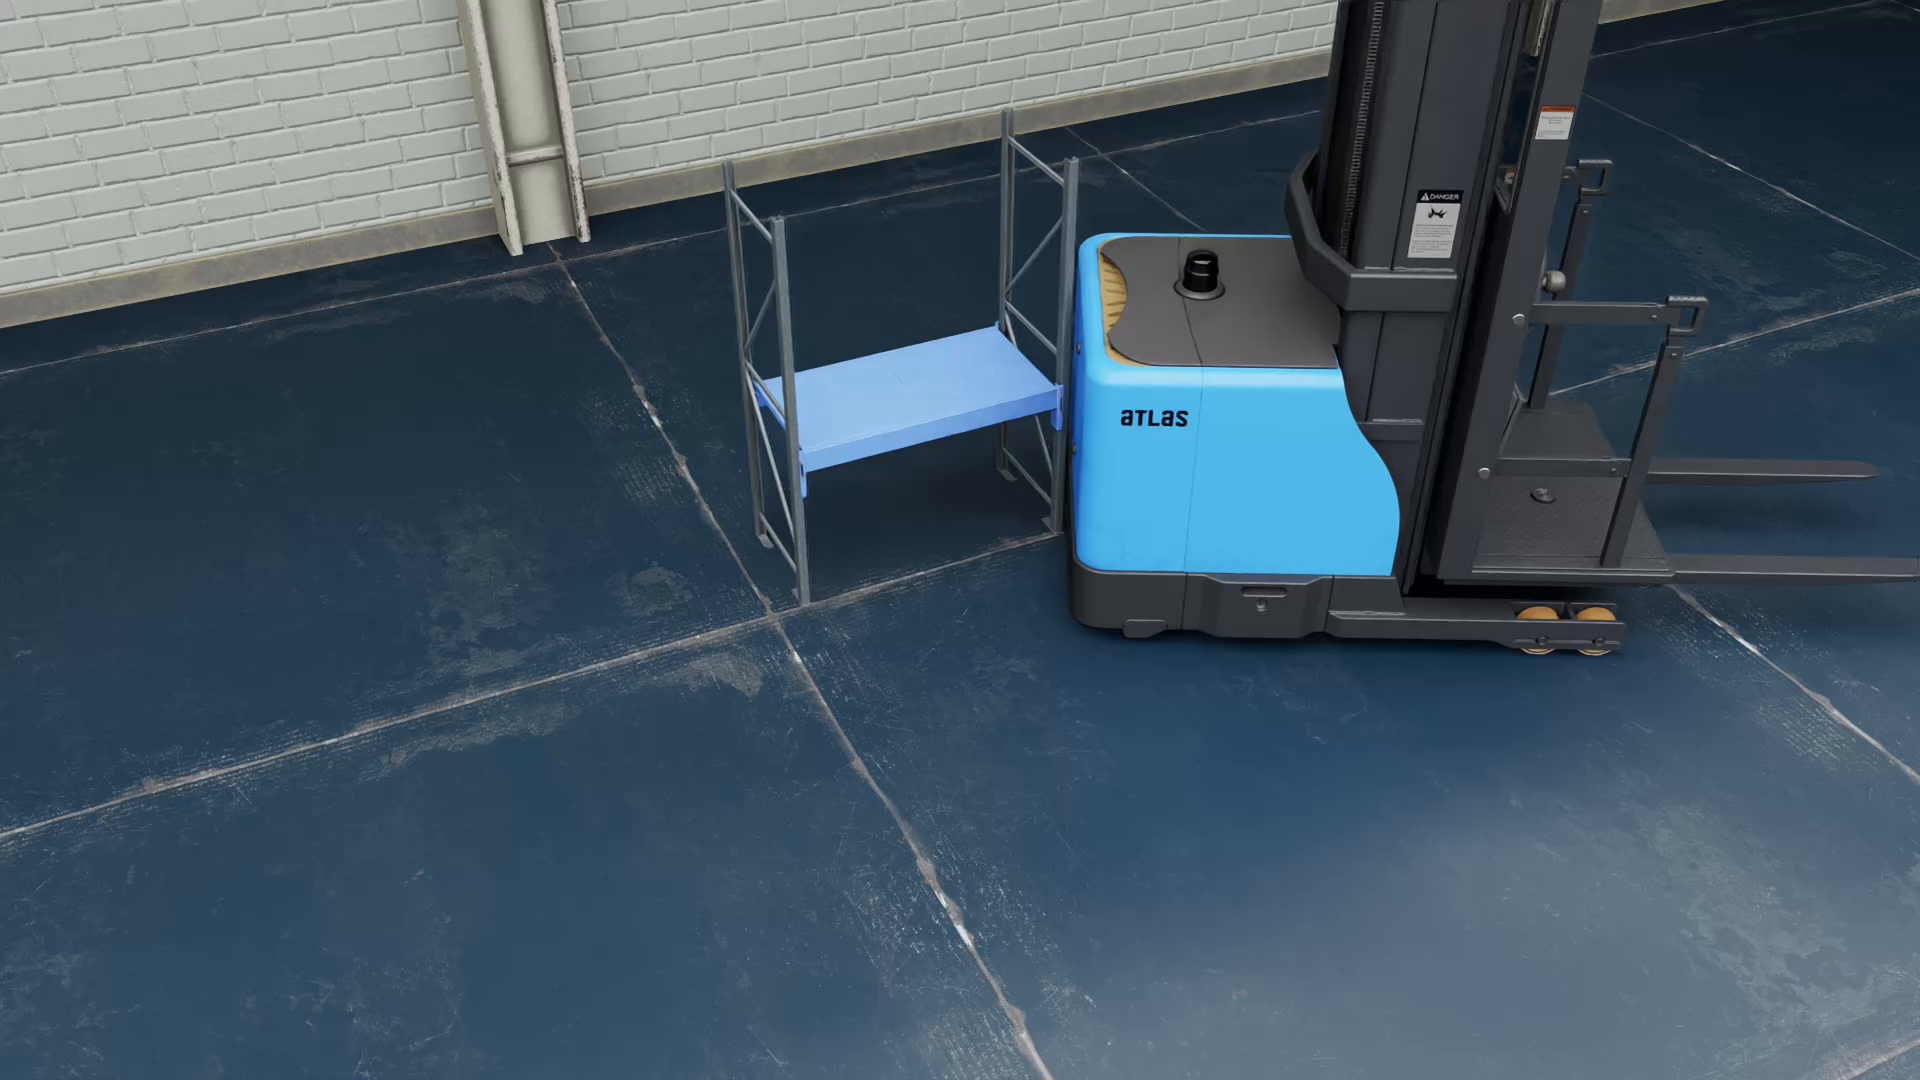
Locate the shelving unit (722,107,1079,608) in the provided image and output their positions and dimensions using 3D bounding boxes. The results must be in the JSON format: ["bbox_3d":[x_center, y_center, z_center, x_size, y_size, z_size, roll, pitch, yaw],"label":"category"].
[{"bbox_3d":[-0.194,-0.628,5.837,1.048,1.500,0.538,-16,39,-20],"label":"shelving unit"}]

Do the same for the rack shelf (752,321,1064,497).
[{"bbox_3d":[-0.194,-0.483,5.944,1.000,0.185,0.538,-16,39,-20],"label":"rack shelf"}]

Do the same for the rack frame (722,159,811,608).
[{"bbox_3d":[-0.654,-0.498,5.662,0.032,1.500,0.500,-16,39,-20],"label":"rack frame"}]

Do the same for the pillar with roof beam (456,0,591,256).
[{"bbox_3d":[-0.245,-2.813,2.488,0.400,9.000,9.100,-16,39,-20],"label":"pillar with roof beam"}]

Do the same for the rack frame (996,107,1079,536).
[{"bbox_3d":[0.265,-0.757,6.012,0.032,1.500,0.500,-16,39,-20],"label":"rack frame"}]

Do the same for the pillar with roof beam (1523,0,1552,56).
[{"bbox_3d":[5.186,-4.331,4.536,0.400,9.000,9.100,-16,39,-20],"label":"pillar with roof beam"}]

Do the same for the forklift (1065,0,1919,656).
[{"bbox_3d":[1.910,-1.104,5.278,3.031,2.935,1.130,1,37,1],"label":"forklift"}]
